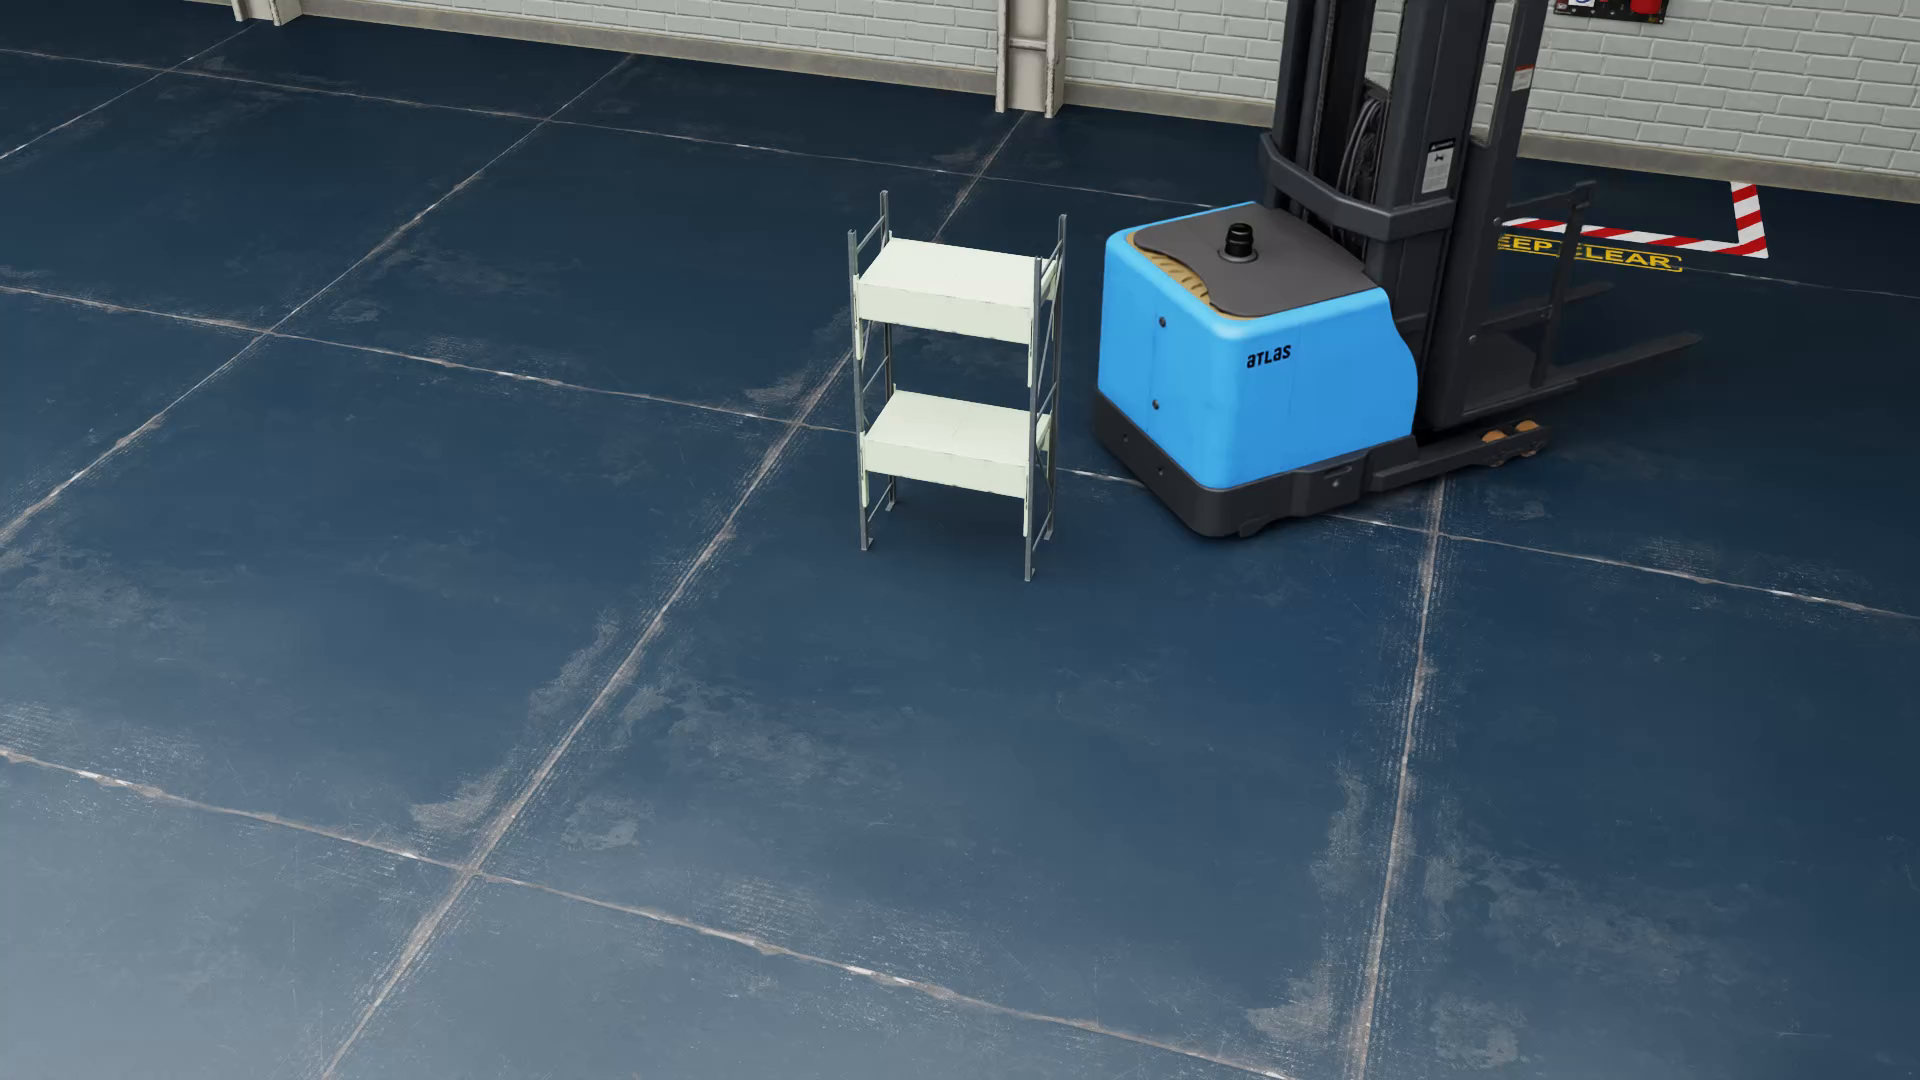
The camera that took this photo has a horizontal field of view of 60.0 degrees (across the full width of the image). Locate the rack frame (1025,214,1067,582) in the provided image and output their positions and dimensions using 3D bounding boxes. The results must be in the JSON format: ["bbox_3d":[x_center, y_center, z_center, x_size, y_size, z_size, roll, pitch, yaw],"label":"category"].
[{"bbox_3d":[0.343,-0.541,6.719,0.023,1.500,0.400,10,38,14],"label":"rack frame"}]

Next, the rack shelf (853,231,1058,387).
[{"bbox_3d":[-0.006,-0.919,6.576,0.720,0.370,0.431,10,38,14],"label":"rack shelf"}]

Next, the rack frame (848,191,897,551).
[{"bbox_3d":[-0.356,-0.670,6.895,0.023,1.500,0.400,10,38,14],"label":"rack frame"}]

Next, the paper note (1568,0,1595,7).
[{"bbox_3d":[3.704,-3.249,9.877,0.142,0.148,0.016,10,38,14],"label":"paper note"}]

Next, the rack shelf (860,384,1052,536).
[{"bbox_3d":[-0.006,-0.343,7.000,0.720,0.370,0.431,10,38,14],"label":"rack shelf"}]

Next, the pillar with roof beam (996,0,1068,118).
[{"bbox_3d":[-0.811,-4.116,5.251,0.400,9.000,9.100,10,38,14],"label":"pillar with roof beam"}]

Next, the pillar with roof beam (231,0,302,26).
[{"bbox_3d":[-6.538,-5.176,6.692,0.400,9.000,9.100,10,38,14],"label":"pillar with roof beam"}]

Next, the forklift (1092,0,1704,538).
[{"bbox_3d":[2.178,-1.786,7.204,3.031,2.935,1.130,-16,39,-21],"label":"forklift"}]

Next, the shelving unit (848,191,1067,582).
[{"bbox_3d":[-0.006,-0.605,6.807,0.755,1.500,0.431,10,38,14],"label":"shelving unit"}]

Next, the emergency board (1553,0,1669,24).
[{"bbox_3d":[3.852,-3.533,9.520,0.643,1.169,0.194,10,38,14],"label":"emergency board"}]
